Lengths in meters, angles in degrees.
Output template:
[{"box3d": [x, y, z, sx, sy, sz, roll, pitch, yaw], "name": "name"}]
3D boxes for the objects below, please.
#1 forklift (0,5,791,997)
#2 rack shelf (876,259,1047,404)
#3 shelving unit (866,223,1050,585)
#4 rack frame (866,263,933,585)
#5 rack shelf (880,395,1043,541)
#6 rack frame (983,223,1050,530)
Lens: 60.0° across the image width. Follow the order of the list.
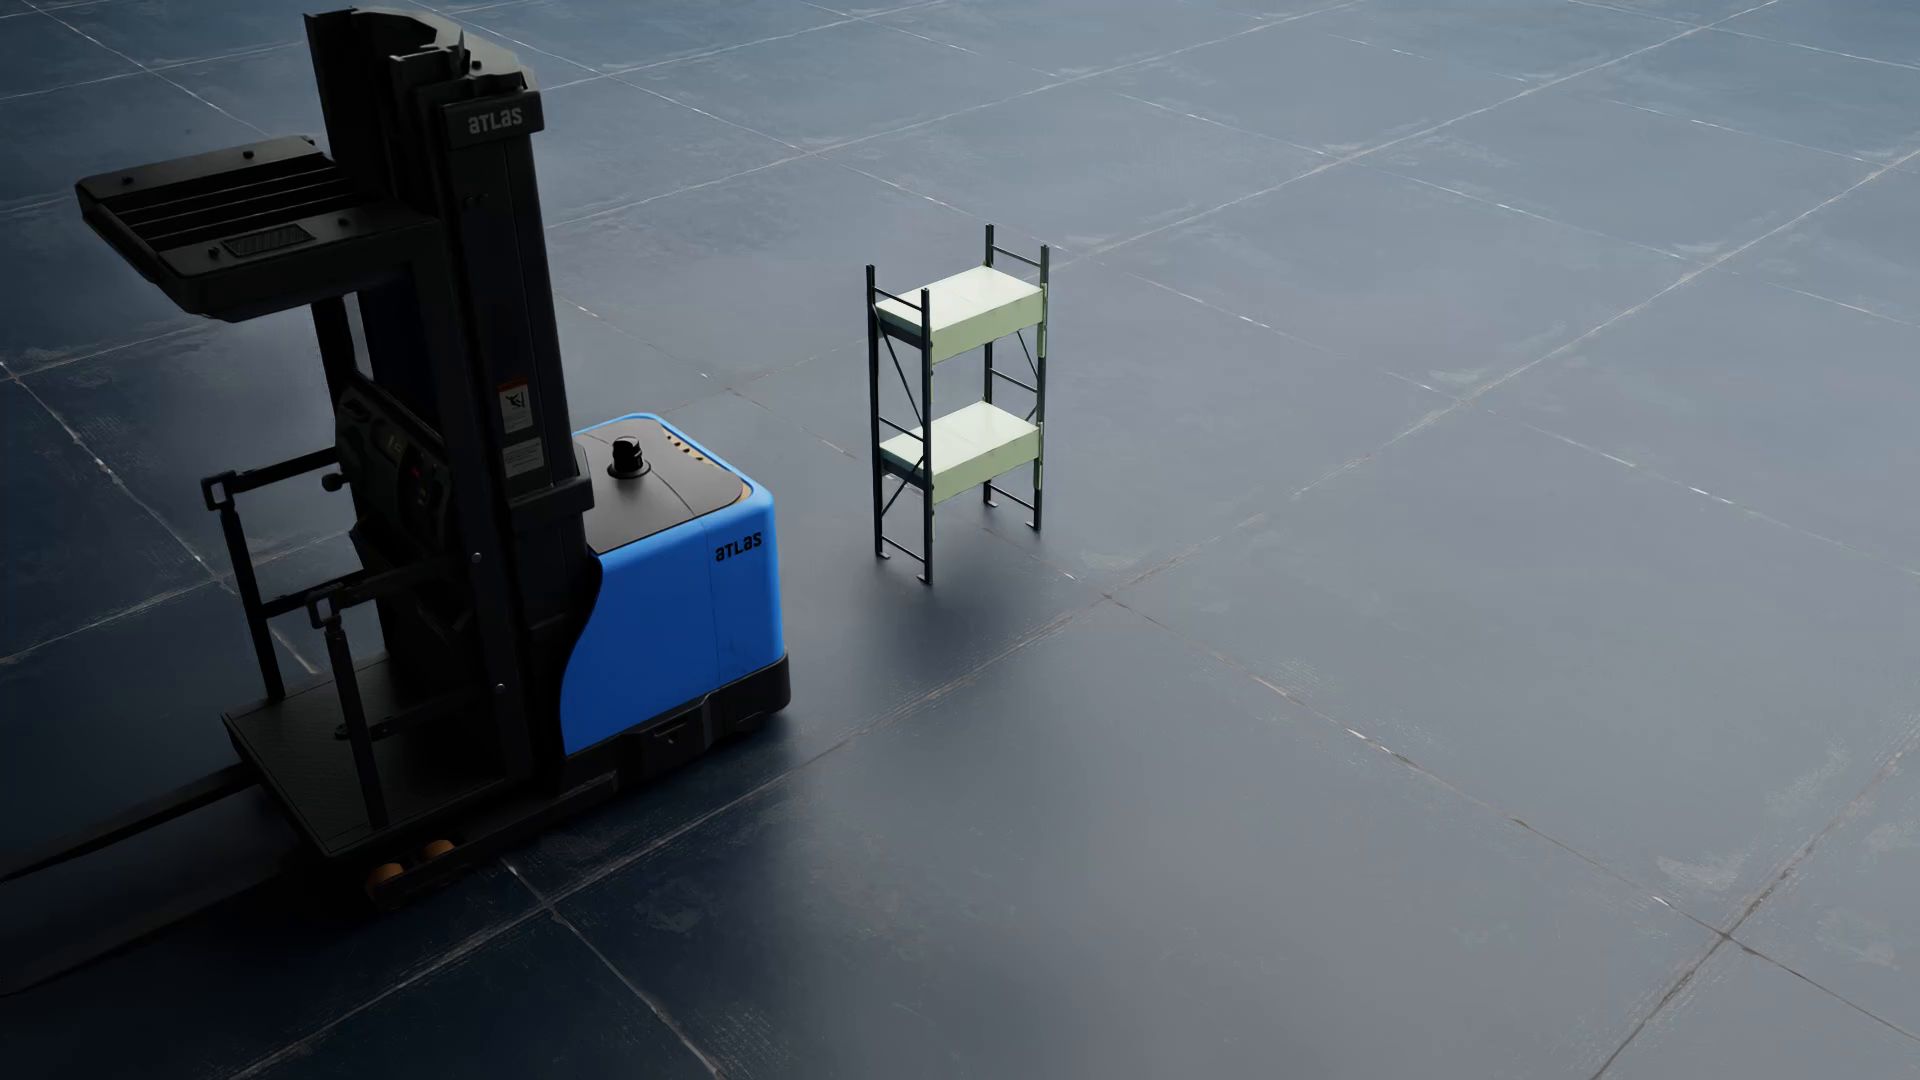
[{"box3d": [-2.171, -0.217, 5.795, 3.031, 2.935, 1.130, -23, 39, -33], "name": "forklift"}, {"box3d": [-0.005, -0.970, 7.651, 0.720, 0.370, 0.431, -26, 40, -35], "name": "rack shelf"}, {"box3d": [-0.005, -0.637, 7.855, 0.755, 1.500, 0.431, -26, 40, -35], "name": "shelving unit"}, {"box3d": [-0.273, -0.508, 7.643, 0.023, 1.500, 0.400, -26, 40, -35], "name": "rack frame"}, {"box3d": [-0.005, -0.359, 8.025, 0.720, 0.370, 0.431, -26, 40, -35], "name": "rack shelf"}, {"box3d": [0.264, -0.767, 8.067, 0.023, 1.500, 0.400, -26, 40, -35], "name": "rack frame"}]
